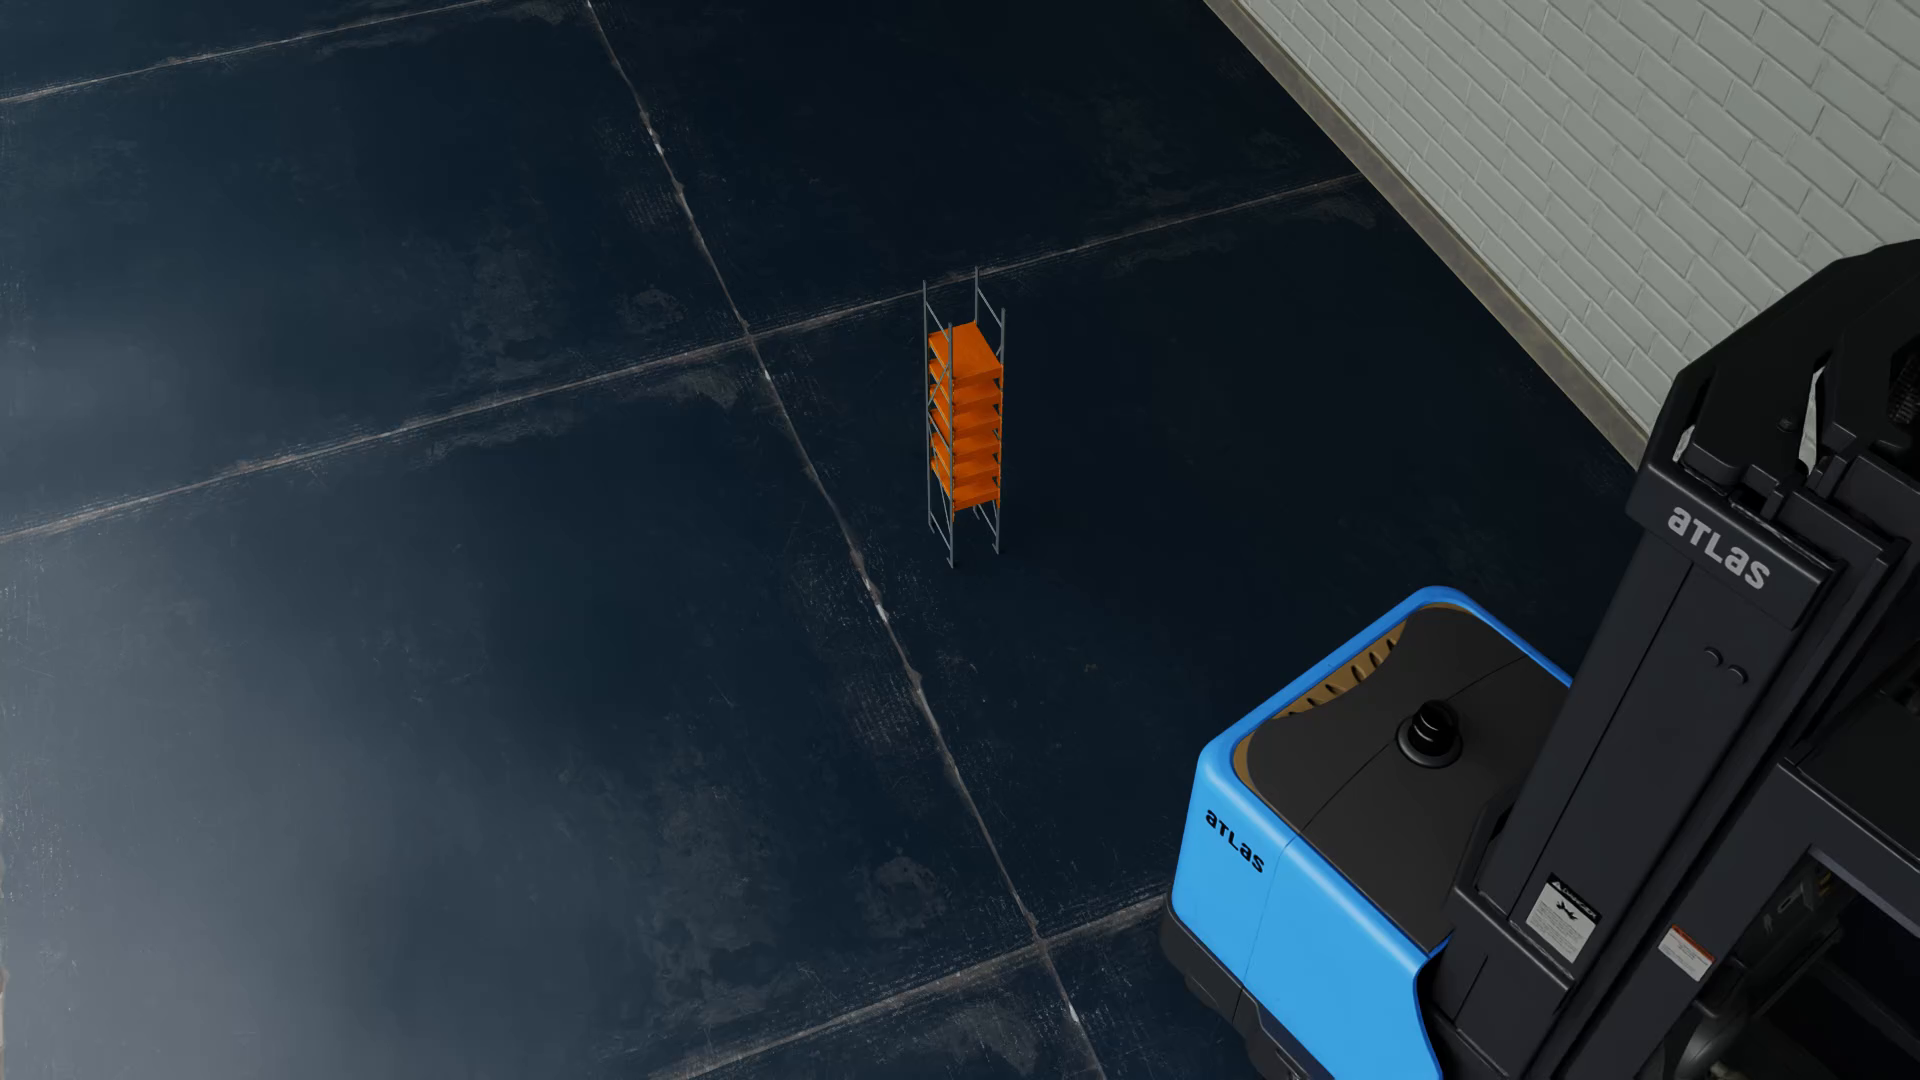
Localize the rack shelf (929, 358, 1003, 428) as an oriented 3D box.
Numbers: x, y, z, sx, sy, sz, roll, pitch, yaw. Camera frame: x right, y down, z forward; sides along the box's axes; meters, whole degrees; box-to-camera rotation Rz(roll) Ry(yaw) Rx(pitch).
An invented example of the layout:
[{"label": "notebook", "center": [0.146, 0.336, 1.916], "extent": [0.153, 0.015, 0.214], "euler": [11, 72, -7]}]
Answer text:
[{"label": "rack shelf", "center": [0.013, -0.522, 5.650], "extent": [0.180, 0.103, 0.258], "euler": [-17, 52, -14]}]

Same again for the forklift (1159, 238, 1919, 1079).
[{"label": "forklift", "center": [1.922, 0.951, 3.501], "extent": [1.130, 2.935, 3.031], "euler": [-31, 56, -24]}]

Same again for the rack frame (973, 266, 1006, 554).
[{"label": "rack frame", "center": [0.098, -0.421, 5.821], "extent": [0.006, 1.200, 0.240], "euler": [-17, 52, -14]}]

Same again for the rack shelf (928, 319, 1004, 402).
[{"label": "rack shelf", "center": [0.013, -0.601, 5.559], "extent": [0.180, 0.103, 0.258], "euler": [-17, 52, -14]}]

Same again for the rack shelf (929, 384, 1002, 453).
[{"label": "rack shelf", "center": [0.013, -0.444, 5.741], "extent": [0.180, 0.103, 0.258], "euler": [-17, 52, -14]}]

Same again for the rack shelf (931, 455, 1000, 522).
[{"label": "rack shelf", "center": [0.013, -0.210, 6.014], "extent": [0.180, 0.103, 0.258], "euler": [-17, 52, -14]}]

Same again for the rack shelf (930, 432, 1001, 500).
[{"label": "rack shelf", "center": [0.013, -0.288, 5.923], "extent": [0.180, 0.103, 0.258], "euler": [-17, 52, -14]}]

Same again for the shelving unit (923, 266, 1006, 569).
[{"label": "shelving unit", "center": [0.013, -0.395, 5.798], "extent": [0.189, 1.200, 0.258], "euler": [-17, 52, -14]}]

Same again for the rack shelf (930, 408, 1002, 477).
[{"label": "rack shelf", "center": [0.013, -0.366, 5.832], "extent": [0.180, 0.103, 0.258], "euler": [-17, 52, -14]}]

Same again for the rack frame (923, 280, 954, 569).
[{"label": "rack frame", "center": [-0.071, -0.369, 5.776], "extent": [0.006, 1.200, 0.240], "euler": [-17, 52, -14]}]
